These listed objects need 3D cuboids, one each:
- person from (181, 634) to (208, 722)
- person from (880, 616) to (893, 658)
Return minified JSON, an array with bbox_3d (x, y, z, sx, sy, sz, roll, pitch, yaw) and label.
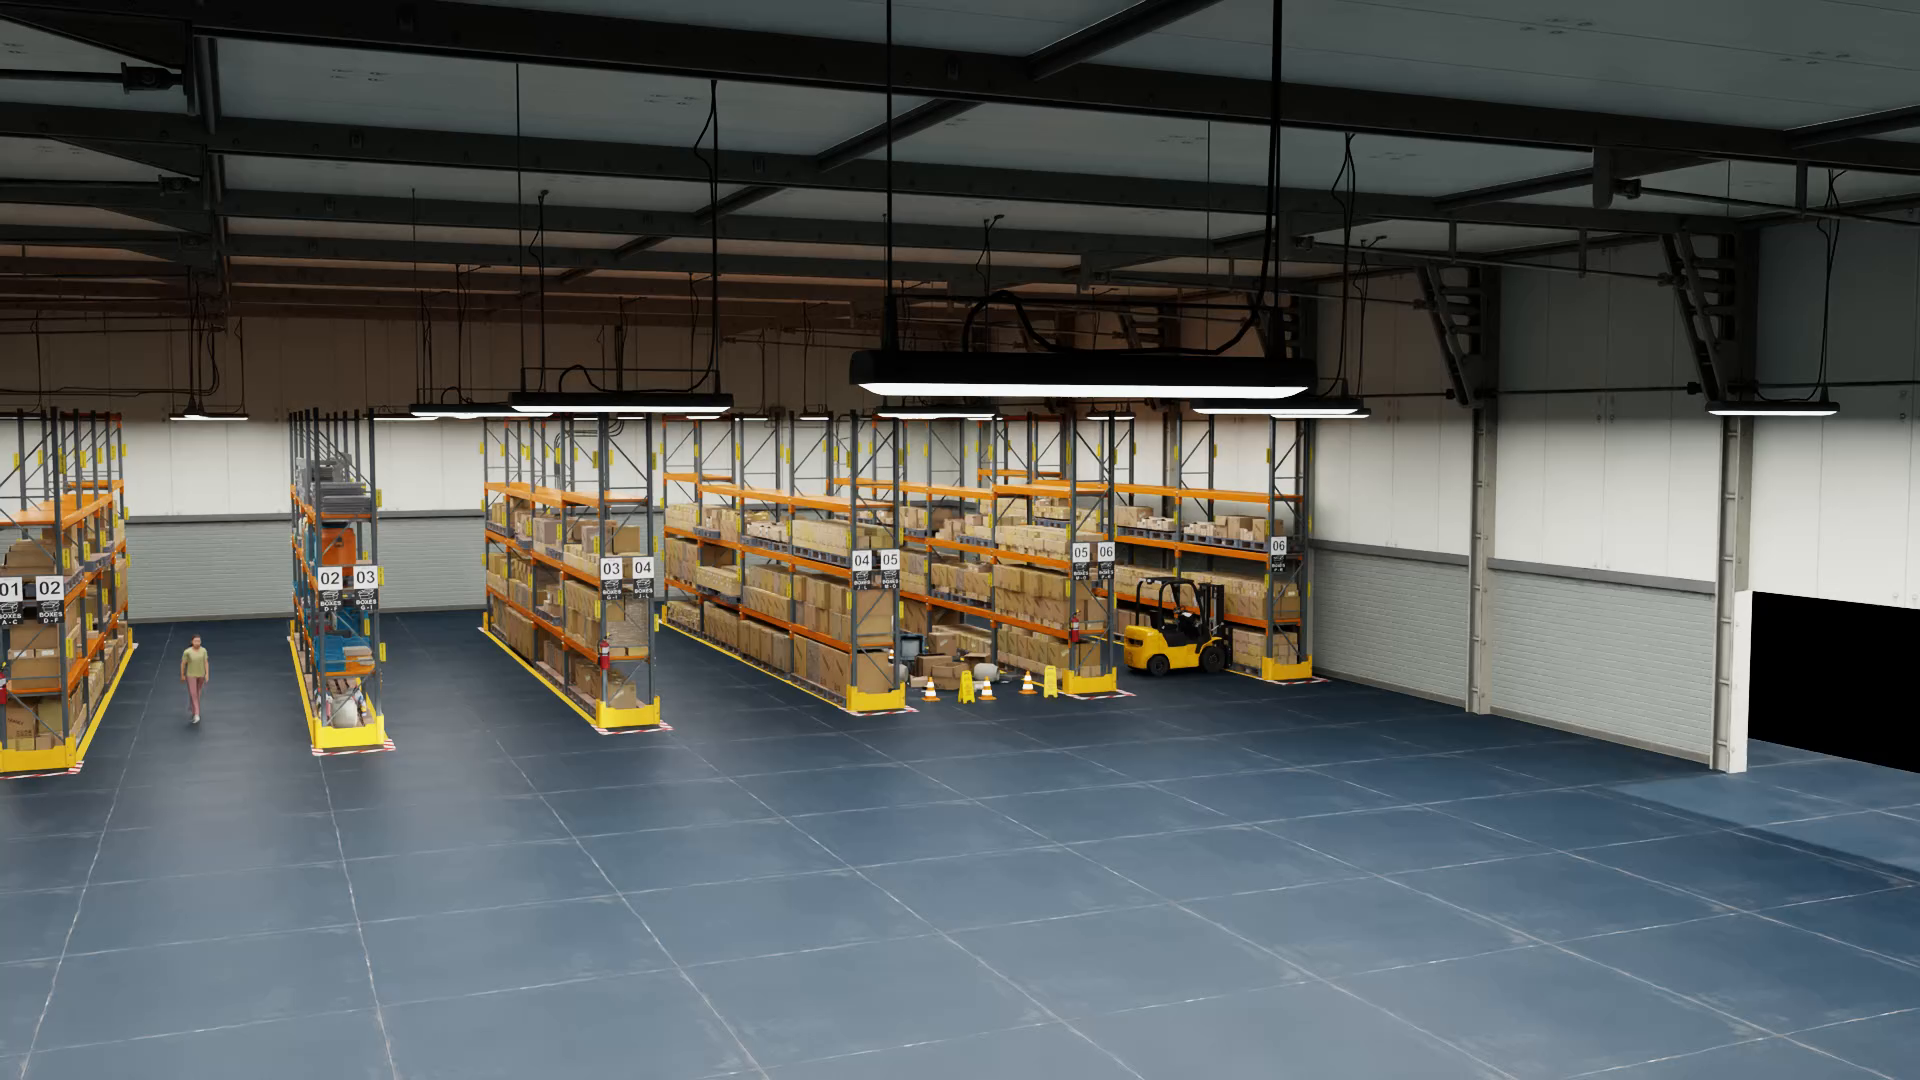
[{"bbox_3d":[-14.751,2.633,32.128,0.928,1.626,0.476,3,5,40],"label":"person"},{"bbox_3d":[-1.784,2.060,40.362,0.547,1.664,0.428,-2,4,-24],"label":"person"}]
